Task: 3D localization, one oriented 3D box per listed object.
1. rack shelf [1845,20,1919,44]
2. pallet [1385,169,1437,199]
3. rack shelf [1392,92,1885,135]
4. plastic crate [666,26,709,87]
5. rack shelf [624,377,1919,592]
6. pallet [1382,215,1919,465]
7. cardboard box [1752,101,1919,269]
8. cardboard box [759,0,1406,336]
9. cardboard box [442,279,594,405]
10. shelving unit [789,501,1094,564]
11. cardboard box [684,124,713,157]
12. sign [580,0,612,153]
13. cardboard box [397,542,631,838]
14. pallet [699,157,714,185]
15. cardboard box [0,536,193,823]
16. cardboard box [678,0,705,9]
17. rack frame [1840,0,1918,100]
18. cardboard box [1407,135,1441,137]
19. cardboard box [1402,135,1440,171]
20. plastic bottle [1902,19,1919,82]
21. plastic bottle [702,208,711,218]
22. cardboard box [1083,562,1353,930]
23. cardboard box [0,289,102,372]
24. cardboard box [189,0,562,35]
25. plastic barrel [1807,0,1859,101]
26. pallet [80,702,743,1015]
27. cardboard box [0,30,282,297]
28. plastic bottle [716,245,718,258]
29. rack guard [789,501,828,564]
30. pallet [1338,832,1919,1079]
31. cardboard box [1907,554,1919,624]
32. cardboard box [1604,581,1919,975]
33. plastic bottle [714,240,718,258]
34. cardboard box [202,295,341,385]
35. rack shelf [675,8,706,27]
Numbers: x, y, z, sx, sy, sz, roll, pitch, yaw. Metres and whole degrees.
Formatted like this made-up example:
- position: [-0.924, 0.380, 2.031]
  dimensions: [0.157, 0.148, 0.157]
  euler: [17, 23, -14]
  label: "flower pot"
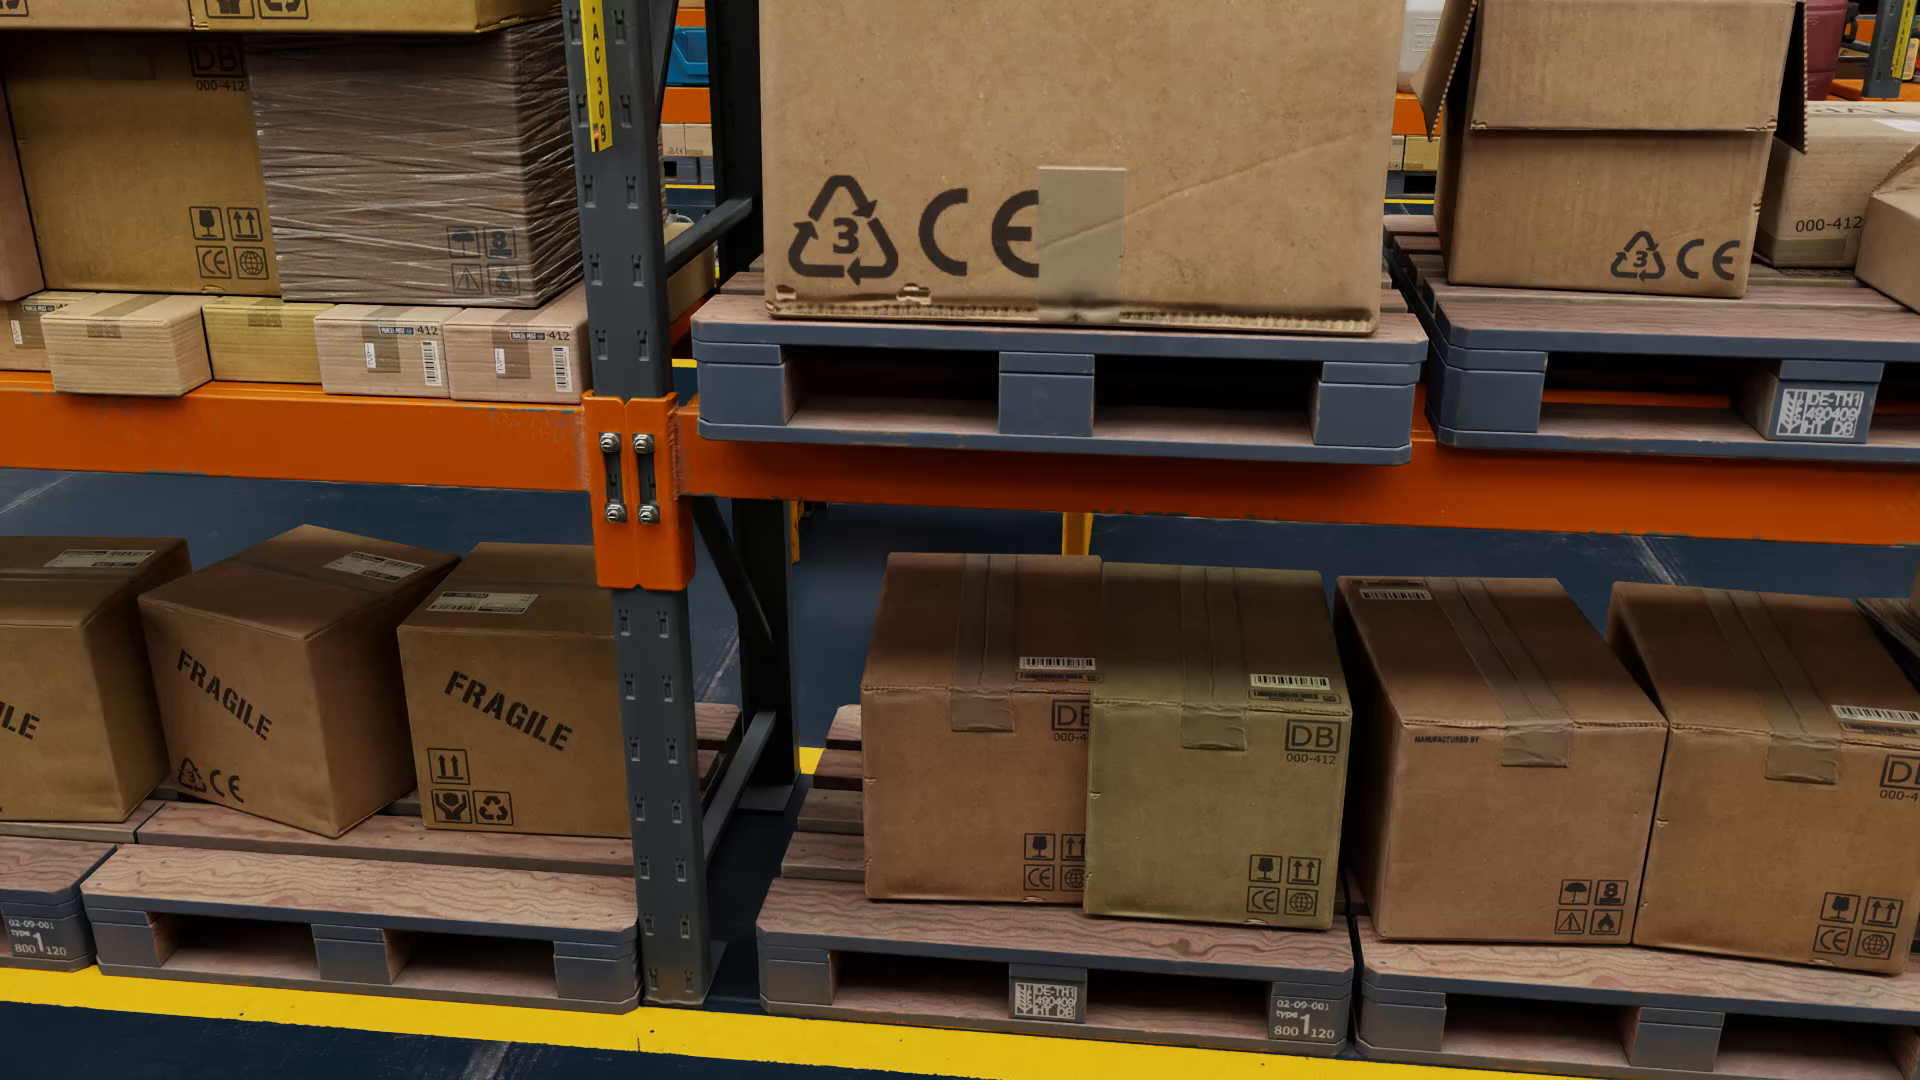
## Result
- position: [6.588, -3.624, 12.004]
  dimensions: [4.000, 0.370, 1.077]
  euler: [2, 22, 6]
  label: "rack shelf"
- position: [3.789, -2.798, 12.730]
  dimensions: [1.213, 0.211, 1.003]
  euler: [2, 22, 6]
  label: "pallet"
- position: [2.029, -1.988, 7.868]
  dimensions: [4.000, 0.370, 1.077]
  euler: [2, 22, 6]
  label: "rack shelf"
- position: [-1.088, -2.289, 7.852]
  dimensions: [0.616, 0.251, 0.499]
  euler: [2, 22, 6]
  label: "plastic crate"
- position: [1.446, -0.180, 3.294]
  dimensions: [4.000, 0.370, 1.077]
  euler: [2, 22, 6]
  label: "rack shelf"
- position: [1.461, -0.410, 3.157]
  dimensions: [1.213, 0.211, 1.003]
  euler: [2, 22, 6]
  label: "pallet"
- position: [1.795, -0.710, 3.289]
  dimensions: [0.500, 0.250, 0.500]
  euler: [2, 22, 5]
  label: "cardboard box"
- position: [0.232, -0.990, 2.977]
  dimensions: [1.000, 1.000, 1.000]
  euler: [3, 22, 7]
  label: "cardboard box"
- position: [-0.788, -0.386, 3.179]
  dimensions: [0.250, 0.149, 0.380]
  euler: [2, 22, 6]
  label: "cardboard box"
- position: [-0.076, -0.701, 5.672]
  dimensions: [1.083, 1.500, 0.587]
  euler: [2, 22, 6]
  label: "shelving unit"
- position: [-1.843, -3.161, 13.024]
  dimensions: [0.500, 0.250, 0.500]
  euler: [2, 22, 6]
  label: "cardboard box"
- position: [-0.596, -0.805, 2.719]
  dimensions: [0.005, 0.325, 0.100]
  euler: [2, 22, 6]
  label: "sign"
- position: [-0.933, 0.334, 3.844]
  dimensions: [0.500, 0.500, 0.500]
  euler: [2, 22, 5]
  label: "cardboard box"
- position: [-1.370, -3.023, 13.298]
  dimensions: [1.213, 0.211, 1.003]
  euler: [2, 22, 6]
  label: "pallet"
- position: [-2.128, 0.314, 3.895]
  dimensions: [0.500, 0.500, 0.500]
  euler: [1, 22, 1]
  label: "cardboard box"
- position: [-1.866, -4.368, 12.772]
  dimensions: [0.500, 0.500, 0.700]
  euler: [3, 22, 7]
  label: "cardboard box"
- position: [4.015, -2.236, 7.517]
  dimensions: [0.127, 3.000, 1.000]
  euler: [2, 22, 6]
  label: "rack frame"
- position: [3.536, -3.175, 12.297]
  dimensions: [0.500, 0.311, 0.500]
  euler: [2, 22, 5]
  label: "cardboard box"
- position: [3.538, -2.916, 12.405]
  dimensions: [0.500, 0.250, 0.500]
  euler: [2, 22, 6]
  label: "cardboard box"
- position: [4.467, -2.320, 7.888]
  dimensions: [0.133, 0.283, 0.061]
  euler: [2, 22, 6]
  label: "plastic bottle"
- position: [-1.320, -1.595, 8.900]
  dimensions: [0.185, 0.351, 0.144]
  euler: [2, 22, 6]
  label: "plastic bottle"
- position: [0.539, 0.419, 3.603]
  dimensions: [0.500, 0.500, 0.700]
  euler: [2, 22, 6]
  label: "cardboard box"
- position: [-1.771, -0.462, 3.371]
  dimensions: [0.250, 0.149, 0.380]
  euler: [2, 22, 6]
  label: "cardboard box"
- position: [-1.019, -1.170, 2.919]
  dimensions: [0.500, 0.500, 0.500]
  euler: [2, 22, 6]
  label: "cardboard box"
- position: [3.519, -2.209, 7.263]
  dimensions: [0.708, 0.536, 0.600]
  euler: [2, 22, 6]
  label: "plastic barrel"
- position: [-1.211, 0.679, 3.934]
  dimensions: [1.213, 0.211, 1.003]
  euler: [2, 22, 6]
  label: "pallet"
- position: [-1.472, -0.863, 3.501]
  dimensions: [0.500, 0.500, 0.875]
  euler: [2, 22, 6]
  label: "cardboard box"
- position: [-1.155, -1.334, 8.331]
  dimensions: [0.133, 0.283, 0.061]
  euler: [2, 22, 6]
  label: "plastic bottle"
- position: [-0.570, -0.141, 5.957]
  dimensions: [0.087, 0.250, 0.587]
  euler: [2, 22, 6]
  label: "rack guard"
- position: [1.448, 0.781, 3.678]
  dimensions: [1.213, 0.211, 1.003]
  euler: [2, 22, 6]
  label: "pallet"
- position: [2.235, 0.144, 3.278]
  dimensions: [0.500, 0.250, 0.500]
  euler: [5, 22, 12]
  label: "cardboard box"
- position: [1.648, 0.467, 3.481]
  dimensions: [0.500, 0.500, 0.700]
  euler: [4, 22, 11]
  label: "cardboard box"
- position: [-1.312, -1.505, 8.774]
  dimensions: [0.135, 0.276, 0.152]
  euler: [2, 22, 6]
  label: "plastic bottle"
- position: [-1.277, -0.433, 3.298]
  dimensions: [0.250, 0.149, 0.380]
  euler: [2, 22, 6]
  label: "cardboard box"
- position: [-1.357, -3.970, 12.880]
  dimensions: [4.000, 0.370, 1.077]
  euler: [2, 22, 6]
  label: "rack shelf"
